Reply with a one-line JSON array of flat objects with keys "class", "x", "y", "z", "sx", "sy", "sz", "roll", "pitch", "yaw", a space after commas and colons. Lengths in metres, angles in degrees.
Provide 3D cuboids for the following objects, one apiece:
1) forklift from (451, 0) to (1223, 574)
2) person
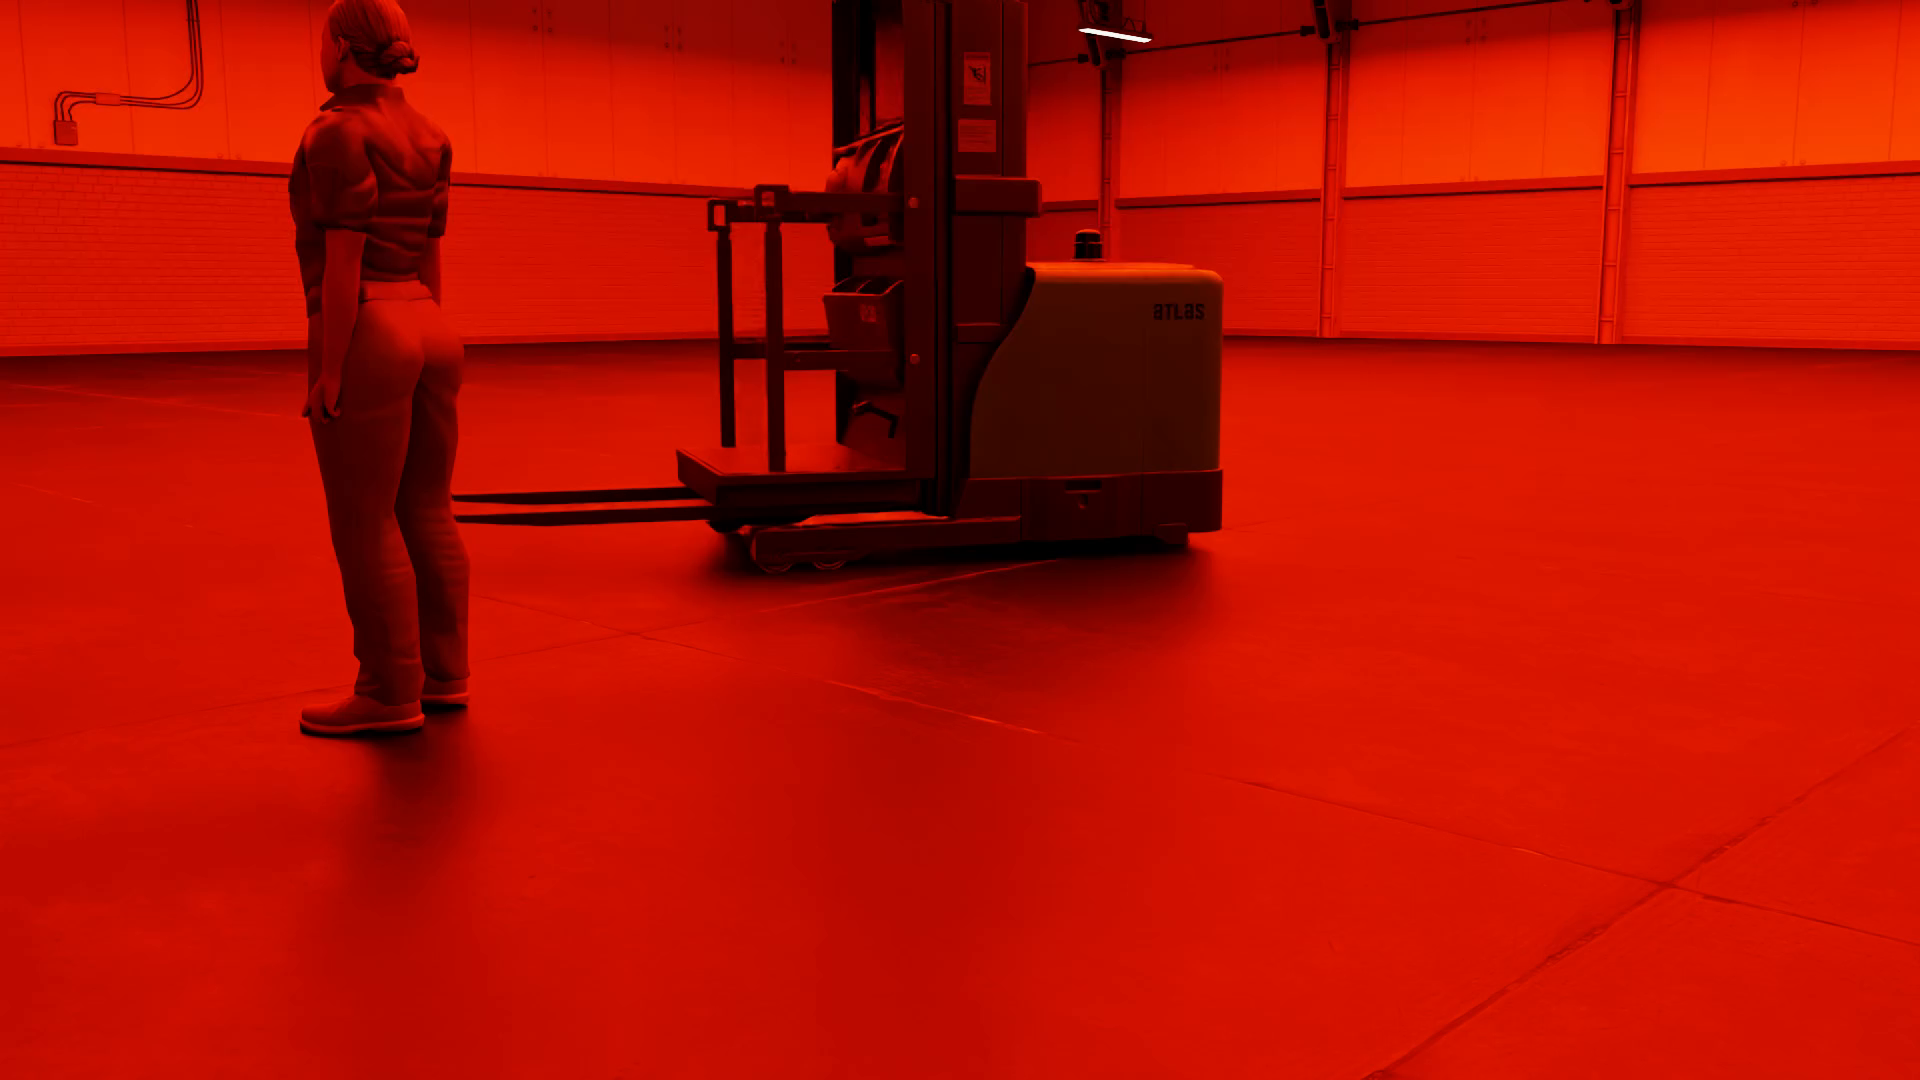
[{"class": "forklift", "x": -0.551, "y": -1.418, "z": 6.289, "sx": 3.031, "sy": 2.935, "sz": 1.130, "roll": -3, "pitch": 9, "yaw": -18}, {"class": "person", "x": -1.342, "y": -0.398, "z": 3.809, "sx": 0.339, "sy": 1.660, "sz": 0.451, "roll": 2, "pitch": 9, "yaw": 15}]
